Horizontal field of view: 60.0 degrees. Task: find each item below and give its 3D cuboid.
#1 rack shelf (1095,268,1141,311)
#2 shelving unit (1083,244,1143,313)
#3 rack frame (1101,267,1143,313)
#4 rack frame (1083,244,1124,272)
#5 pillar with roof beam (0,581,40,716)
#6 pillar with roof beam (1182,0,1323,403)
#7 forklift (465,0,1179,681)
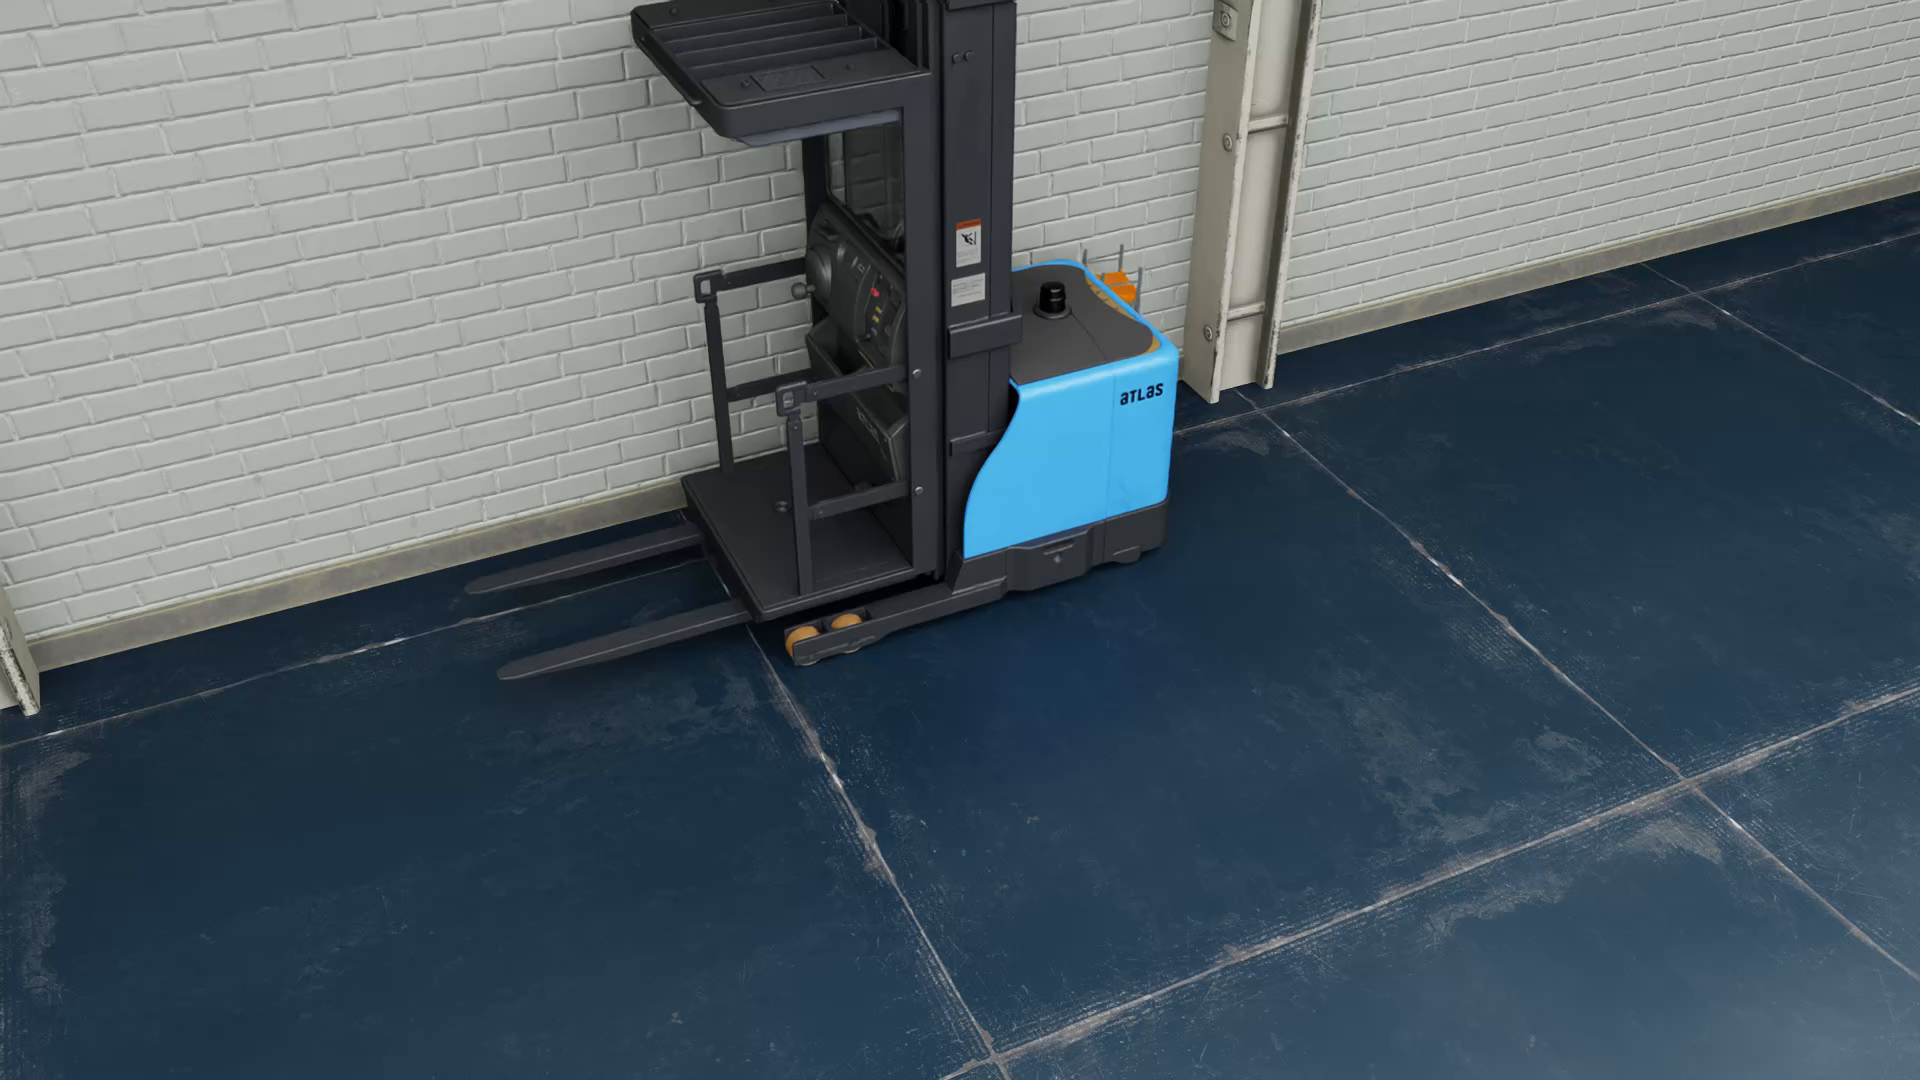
[{"bbox_3d":[0.713,-1.113,7.910,0.215,0.259,0.240,-10,38,-13],"label":"rack shelf"},{"bbox_3d":[0.713,-0.894,8.073,0.215,1.050,0.252,-10,38,-13],"label":"shelving unit"},{"bbox_3d":[0.747,-0.824,7.979,0.200,1.050,0.008,-10,38,-13],"label":"rack frame"},{"bbox_3d":[0.678,-0.964,8.167,0.200,1.050,0.008,-10,38,-13],"label":"rack frame"},{"bbox_3d":[-2.179,-0.621,1.033,0.400,9.000,9.100,-16,39,-20],"label":"pillar with roof beam"},{"bbox_3d":[3.253,-2.140,3.081,0.400,9.000,9.100,-16,39,-20],"label":"pillar with roof beam"},{"bbox_3d":[-0.608,-1.006,6.646,3.031,2.935,1.130,-16,39,-20],"label":"forklift"}]
